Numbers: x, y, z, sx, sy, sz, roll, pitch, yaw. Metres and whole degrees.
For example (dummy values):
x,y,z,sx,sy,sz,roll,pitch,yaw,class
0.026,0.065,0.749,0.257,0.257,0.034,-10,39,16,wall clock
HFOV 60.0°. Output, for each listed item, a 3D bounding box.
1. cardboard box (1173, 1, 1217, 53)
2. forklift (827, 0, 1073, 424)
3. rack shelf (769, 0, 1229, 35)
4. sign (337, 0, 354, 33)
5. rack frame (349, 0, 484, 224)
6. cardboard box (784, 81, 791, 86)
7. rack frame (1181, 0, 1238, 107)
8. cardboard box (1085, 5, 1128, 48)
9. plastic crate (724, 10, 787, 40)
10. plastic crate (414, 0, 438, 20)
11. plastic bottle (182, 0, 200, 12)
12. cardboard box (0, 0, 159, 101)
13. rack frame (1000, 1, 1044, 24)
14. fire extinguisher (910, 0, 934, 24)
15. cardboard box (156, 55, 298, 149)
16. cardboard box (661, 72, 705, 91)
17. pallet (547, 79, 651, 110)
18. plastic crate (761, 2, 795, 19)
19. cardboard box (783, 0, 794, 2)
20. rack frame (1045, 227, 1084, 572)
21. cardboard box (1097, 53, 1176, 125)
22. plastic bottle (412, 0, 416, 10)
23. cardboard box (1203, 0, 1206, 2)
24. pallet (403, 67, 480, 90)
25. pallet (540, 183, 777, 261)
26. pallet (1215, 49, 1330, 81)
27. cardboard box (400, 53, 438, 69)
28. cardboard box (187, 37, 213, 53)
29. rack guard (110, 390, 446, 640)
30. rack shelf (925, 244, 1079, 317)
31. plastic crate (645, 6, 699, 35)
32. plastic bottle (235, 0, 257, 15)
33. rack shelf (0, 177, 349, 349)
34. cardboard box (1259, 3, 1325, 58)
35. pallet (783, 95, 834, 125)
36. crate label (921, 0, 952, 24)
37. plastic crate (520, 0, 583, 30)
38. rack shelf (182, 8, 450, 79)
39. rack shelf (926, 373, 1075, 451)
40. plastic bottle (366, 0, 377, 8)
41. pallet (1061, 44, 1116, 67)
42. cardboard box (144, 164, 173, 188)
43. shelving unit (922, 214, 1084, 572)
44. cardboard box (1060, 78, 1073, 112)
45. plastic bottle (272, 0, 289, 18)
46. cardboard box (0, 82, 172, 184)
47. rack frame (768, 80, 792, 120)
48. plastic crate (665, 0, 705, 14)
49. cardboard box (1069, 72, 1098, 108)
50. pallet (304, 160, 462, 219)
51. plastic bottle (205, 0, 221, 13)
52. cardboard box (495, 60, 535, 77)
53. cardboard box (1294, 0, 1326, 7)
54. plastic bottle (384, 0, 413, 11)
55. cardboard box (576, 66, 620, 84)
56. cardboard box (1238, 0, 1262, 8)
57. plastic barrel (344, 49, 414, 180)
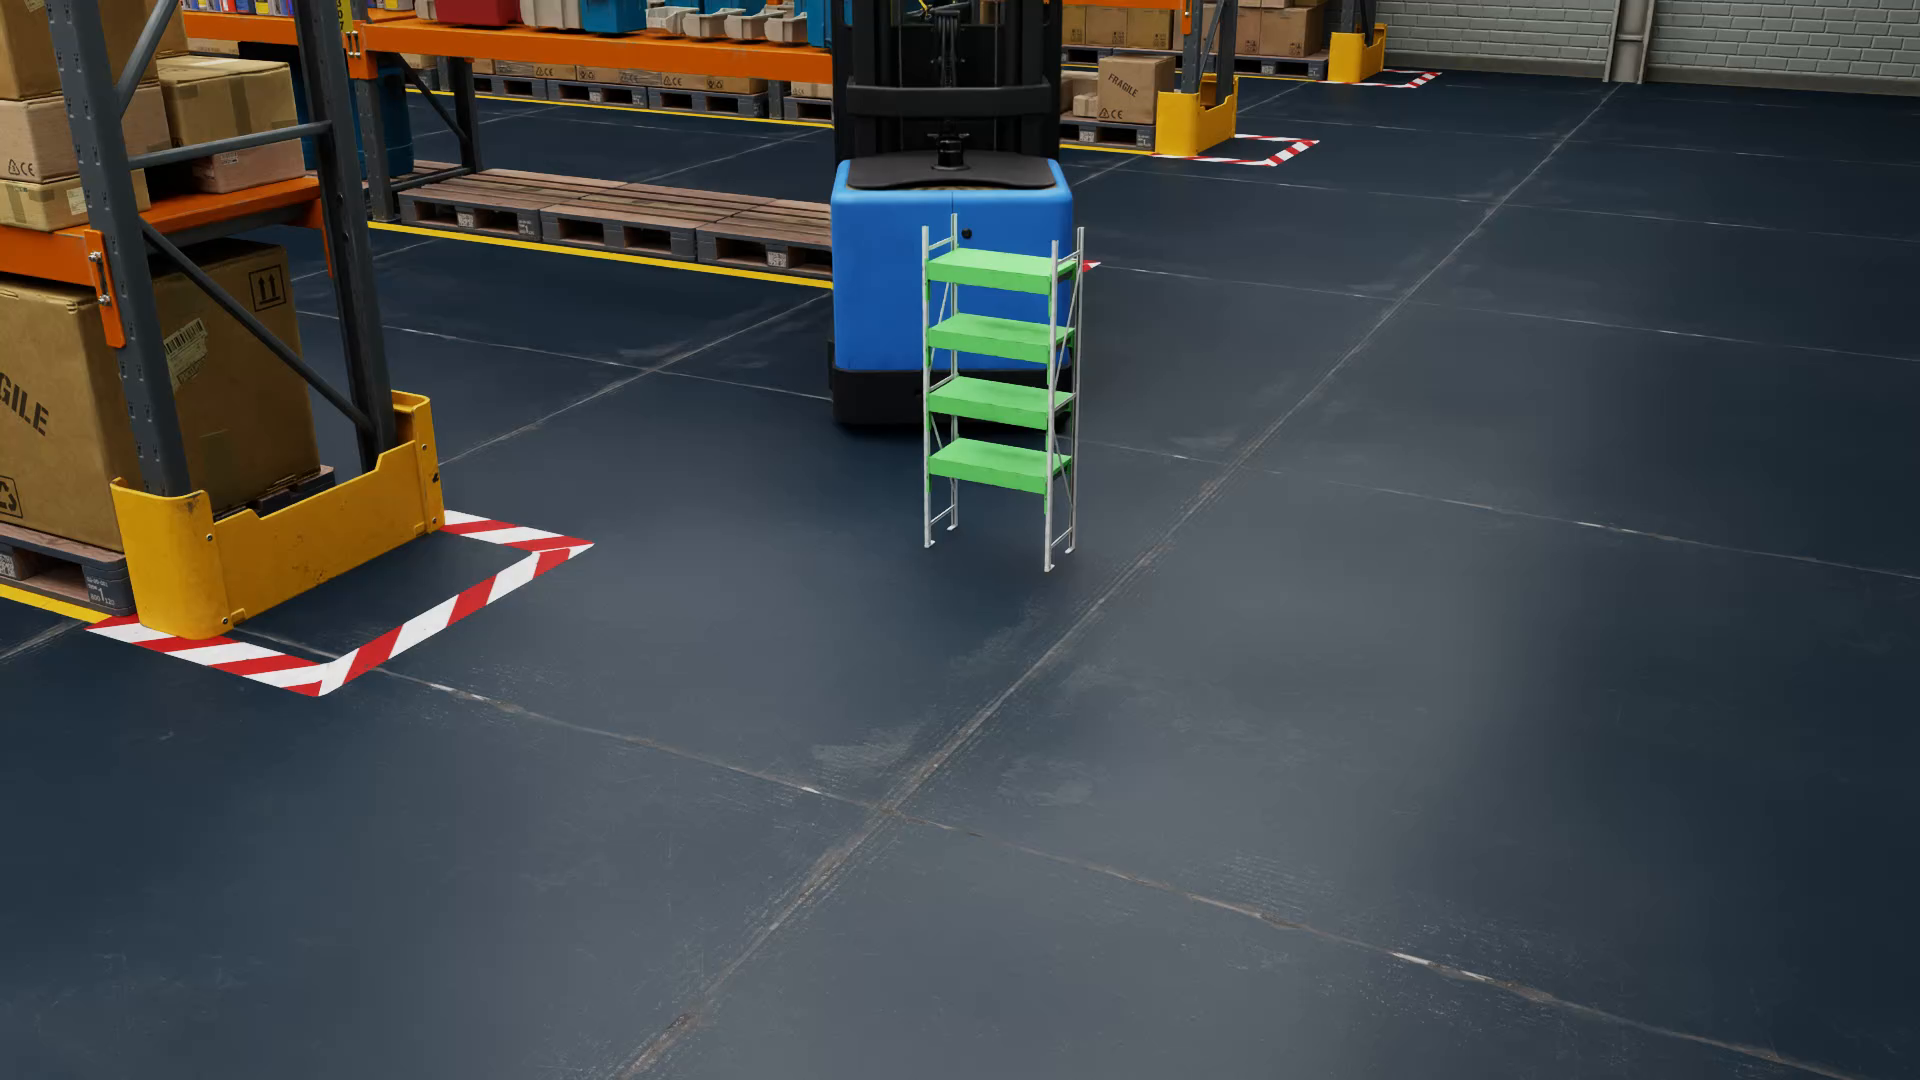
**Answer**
x,y,z,sx,sy,sz,roll,pitch,yaw,class
2.746,-5.778,18.661,0.500,0.500,0.700,10,25,23,cardboard box
-0.070,-2.384,8.112,1.130,2.935,3.031,-1,23,-1,forklift
0.295,-4.761,14.531,4.000,0.370,1.077,11,25,25,rack shelf
-2.138,-1.907,5.694,0.005,0.325,0.100,11,25,25,sign
-3.728,-3.716,11.154,0.127,3.000,1.000,11,25,25,rack frame
-1.812,-4.668,16.025,0.500,0.500,0.500,10,25,22,cardboard box
2.080,-4.739,13.560,0.127,3.000,1.000,11,25,25,rack frame
1.810,-5.961,19.091,0.500,0.500,0.700,11,25,24,cardboard box
-1.220,-3.053,9.855,0.243,0.136,0.396,11,25,25,plastic crate
-3.378,-3.490,10.884,0.243,0.136,0.396,11,25,25,plastic crate
-5.329,-3.834,11.590,0.135,0.276,0.152,11,25,25,plastic bottle
-2.947,-1.687,5.237,0.500,0.500,0.500,12,26,25,cardboard box
0.742,-7.176,19.290,0.127,3.000,1.000,11,25,25,rack frame
-0.229,-2.617,9.146,0.183,0.674,0.296,11,25,25,fire extinguisher
-2.700,-1.526,5.818,0.500,0.250,0.500,10,25,23,cardboard box
-2.497,-4.574,15.806,0.500,0.500,0.500,11,26,25,cardboard box
-3.326,-4.507,16.579,1.213,0.211,1.003,11,25,25,pallet
-1.085,-3.280,10.389,0.298,0.136,0.250,11,25,25,plastic crate
-2.231,-6.910,20.877,0.750,0.750,0.750,11,25,24,cardboard box
0.365,-0.480,5.845,0.015,1.200,0.240,11,25,25,rack frame
1.483,-3.801,13.986,0.500,0.500,0.500,11,25,25,cardboard box
-3.863,-3.876,11.680,0.133,0.283,0.061,11,25,25,plastic bottle
2.711,-6.171,18.755,0.250,0.149,0.380,11,26,25,cardboard box
-5.777,-5.027,17.801,1.213,0.211,1.003,11,25,25,pallet
-1.962,-2.101,10.921,1.213,0.211,1.003,11,25,25,pallet
3.562,-5.300,18.443,1.213,0.211,1.003,11,25,25,pallet
-5.639,-5.087,17.356,0.500,0.250,0.500,12,26,26,cardboard box
-8.381,-5.628,18.627,0.500,0.250,0.500,11,25,23,cardboard box
-2.372,-0.125,5.905,0.348,0.500,1.175,11,25,25,rack guard
0.148,-0.906,5.784,0.480,0.148,0.258,11,25,25,rack shelf
-1.752,-3.139,10.059,0.250,0.136,0.298,11,25,25,plastic crate
-4.861,-3.774,11.354,0.185,0.351,0.144,11,25,25,plastic bottle
-4.178,-1.302,6.397,4.000,0.370,1.077,11,25,25,rack shelf
3.641,-5.601,18.245,0.500,0.500,0.700,11,25,25,cardboard box
-0.878,-4.040,15.481,1.213,0.211,1.003,11,25,25,pallet
-0.231,-3.119,9.887,0.303,0.233,0.416,11,25,25,crate label
-2.449,-3.355,10.381,0.530,0.282,0.437,11,25,25,plastic crate
-5.513,-3.738,12.126,4.000,0.370,1.077,11,25,25,rack shelf
0.148,-0.464,5.971,0.480,0.148,0.258,11,25,25,rack shelf
-4.180,-3.925,11.811,0.097,0.271,0.097,0,23,0,plastic bottle
1.385,-5.731,19.456,1.213,0.211,1.003,11,25,25,pallet
-2.791,-1.387,5.999,0.250,0.149,0.380,11,25,24,cardboard box
0.148,-0.523,5.946,0.503,1.200,0.258,11,25,25,shelving unit
0.649,-3.864,14.454,0.500,0.250,0.500,11,25,25,cardboard box
-4.552,-3.680,11.229,0.135,0.276,0.152,11,25,25,plastic bottle
-2.946,-1.340,5.380,0.500,0.250,0.500,11,25,24,cardboard box
-1.490,-5.445,15.221,0.127,3.000,1.000,11,25,25,rack frame
-1.673,-3.404,10.559,0.300,0.233,0.416,11,25,25,plastic crate
1.276,-3.959,14.678,0.500,0.250,0.500,11,25,25,cardboard box
-4.398,-2.583,12.055,1.213,0.211,1.003,11,25,25,pallet
-5.122,-3.793,11.494,0.135,0.276,0.152,11,25,25,plastic bottle
-4.313,-4.933,16.648,0.500,0.500,0.500,10,25,23,cardboard box
3.843,-5.947,18.231,0.250,0.149,0.380,11,26,25,cardboard box
-3.932,-3.876,11.593,0.185,0.351,0.144,11,25,25,plastic bottle
-3.399,-4.752,16.223,0.500,0.500,0.500,10,25,23,cardboard box
3.216,-5.903,18.127,0.250,0.149,0.380,12,26,26,cardboard box
-4.206,-3.045,11.723,0.708,0.901,0.600,11,25,25,plastic barrel
